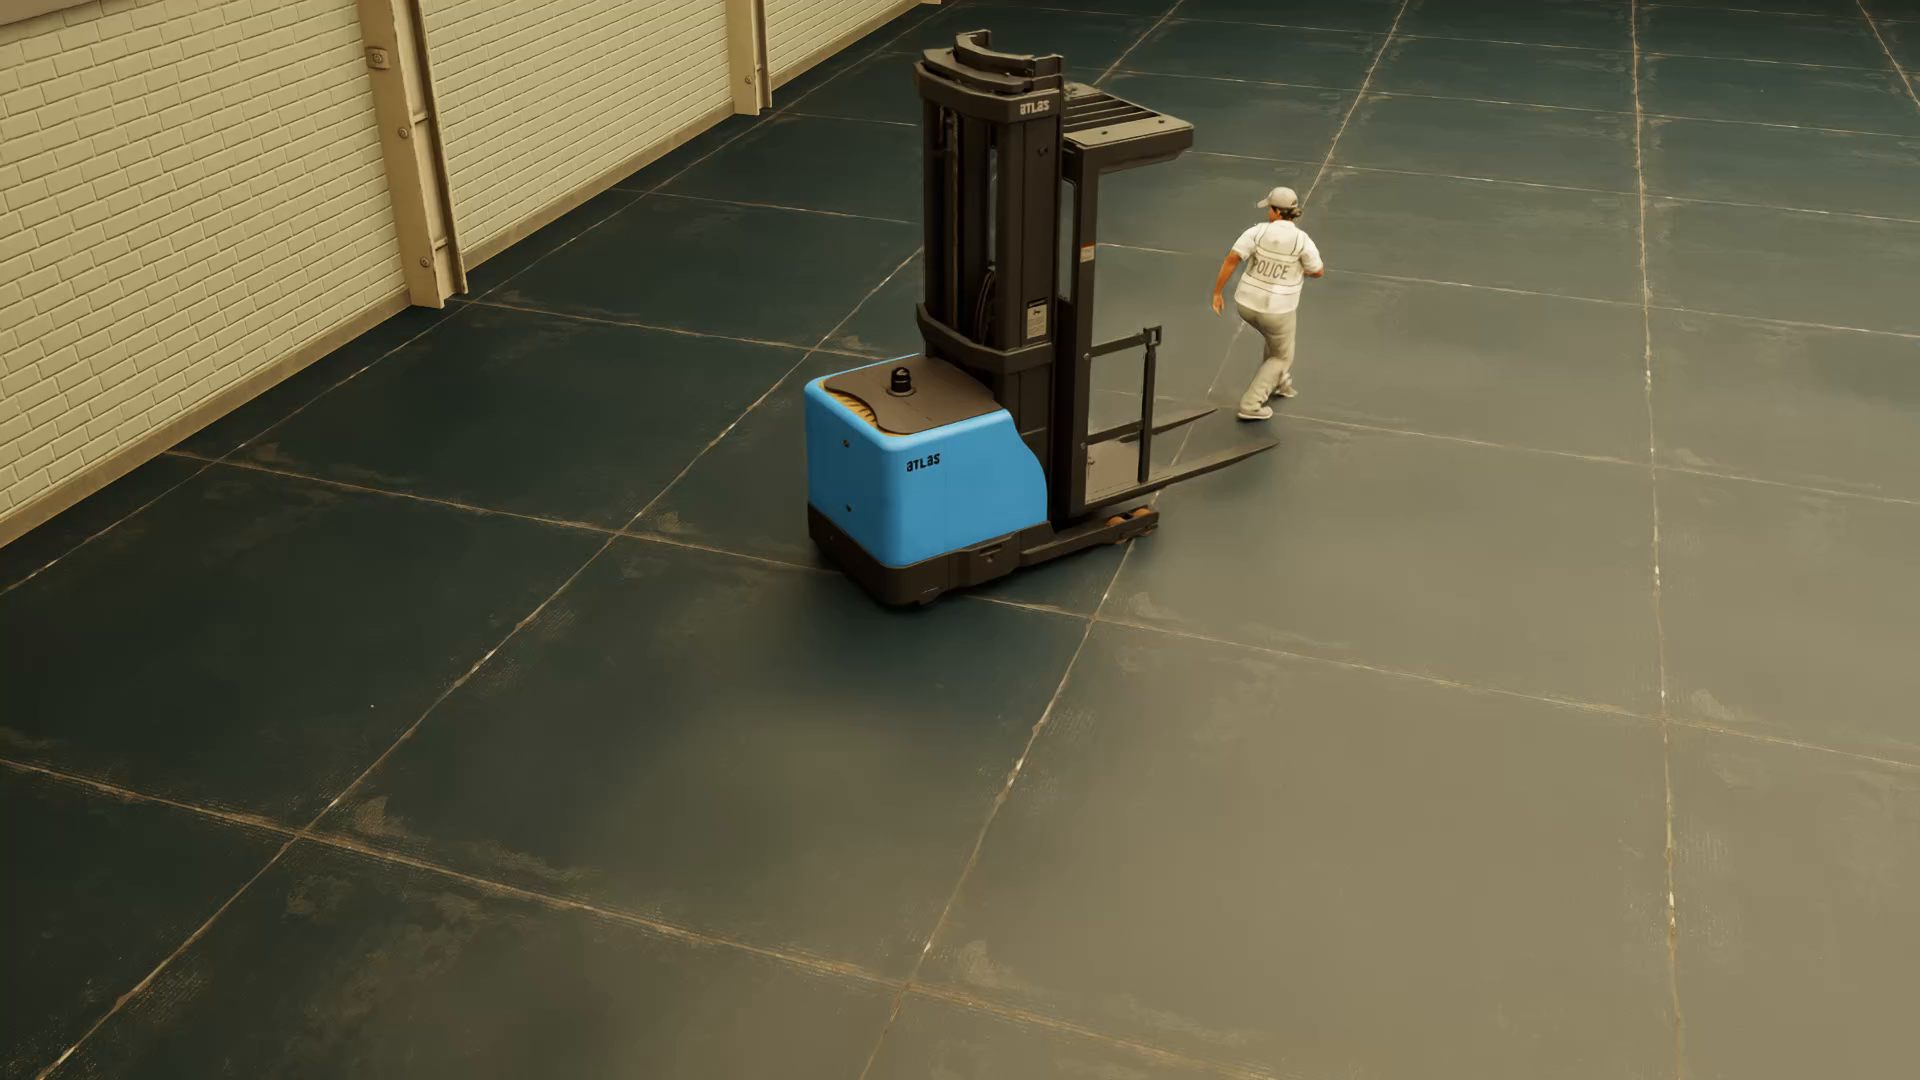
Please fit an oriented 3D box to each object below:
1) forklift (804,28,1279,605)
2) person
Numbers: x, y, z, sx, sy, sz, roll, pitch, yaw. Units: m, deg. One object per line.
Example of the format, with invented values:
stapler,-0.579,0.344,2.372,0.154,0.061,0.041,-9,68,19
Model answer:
forklift,0.610,-1.448,9.676,3.031,2.935,1.130,-18,34,-28
person,2.146,-1.598,11.339,0.524,1.645,0.850,26,39,38
